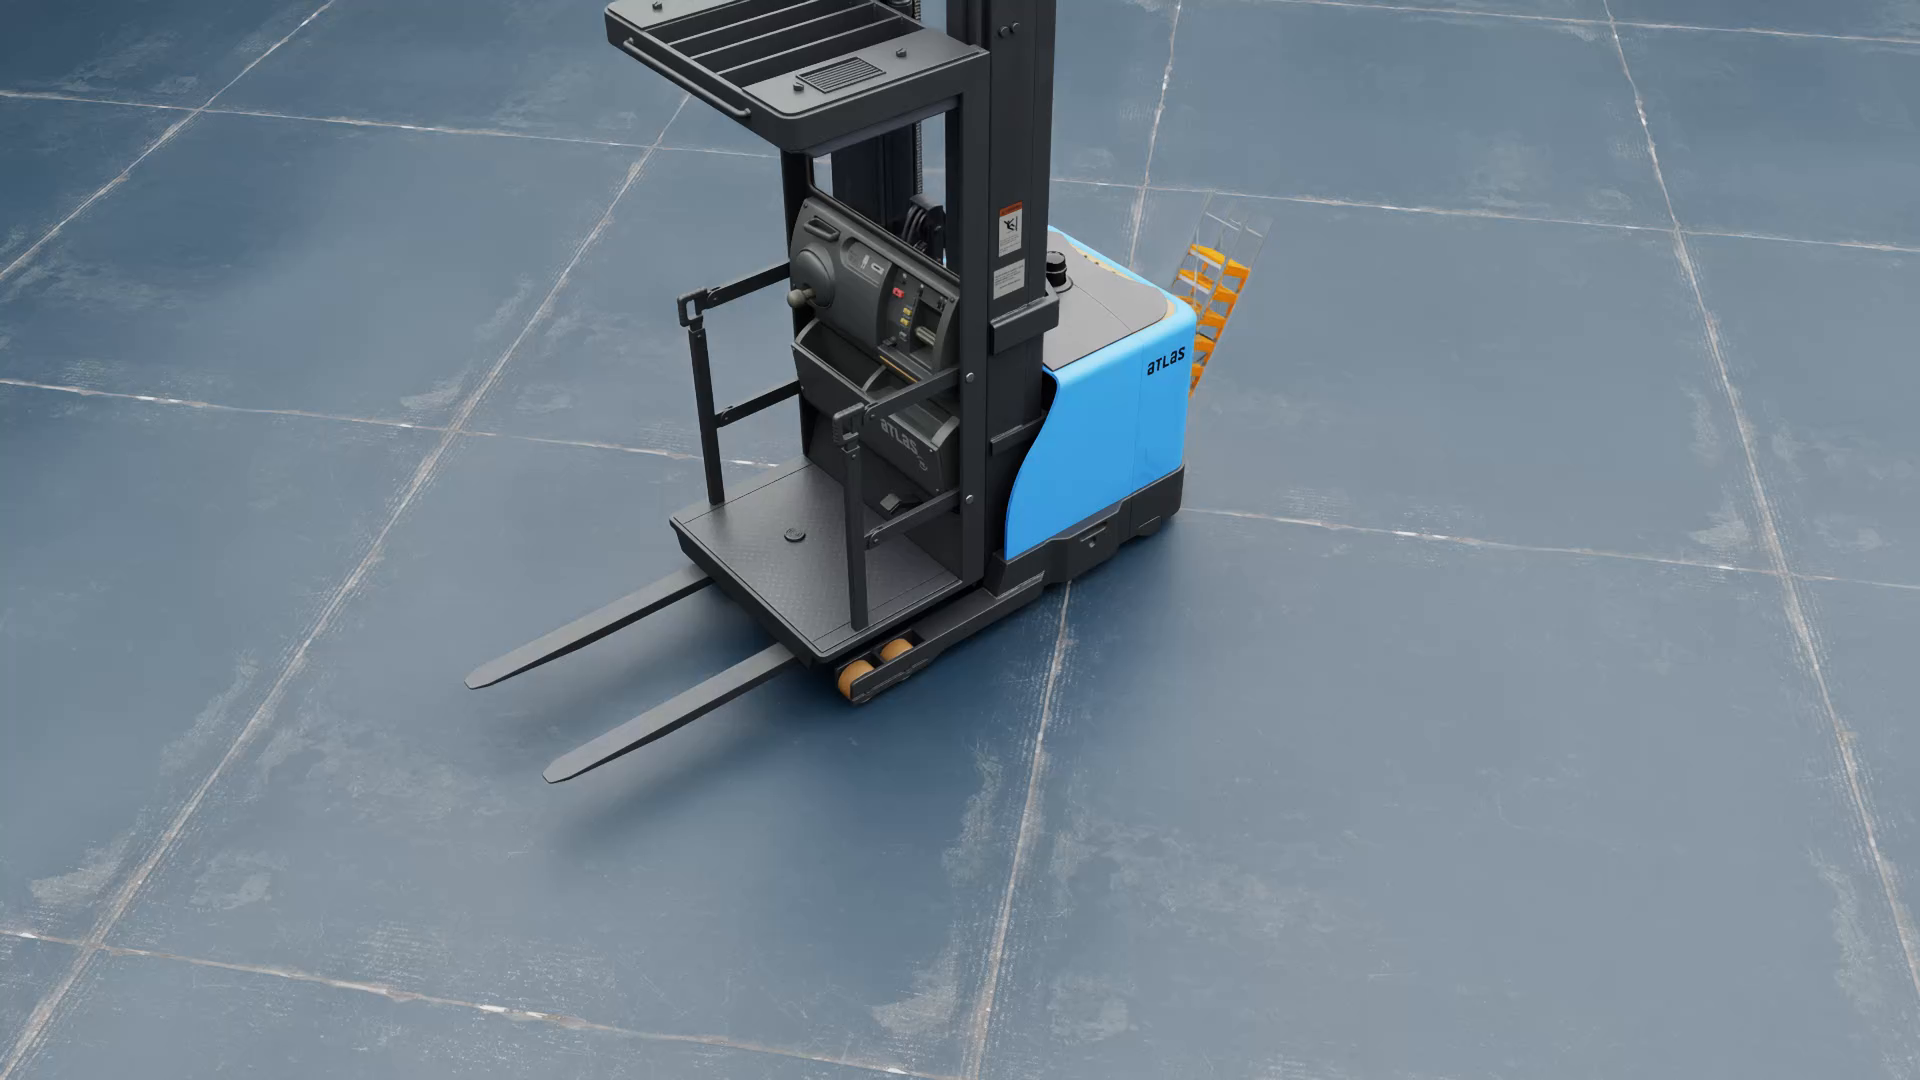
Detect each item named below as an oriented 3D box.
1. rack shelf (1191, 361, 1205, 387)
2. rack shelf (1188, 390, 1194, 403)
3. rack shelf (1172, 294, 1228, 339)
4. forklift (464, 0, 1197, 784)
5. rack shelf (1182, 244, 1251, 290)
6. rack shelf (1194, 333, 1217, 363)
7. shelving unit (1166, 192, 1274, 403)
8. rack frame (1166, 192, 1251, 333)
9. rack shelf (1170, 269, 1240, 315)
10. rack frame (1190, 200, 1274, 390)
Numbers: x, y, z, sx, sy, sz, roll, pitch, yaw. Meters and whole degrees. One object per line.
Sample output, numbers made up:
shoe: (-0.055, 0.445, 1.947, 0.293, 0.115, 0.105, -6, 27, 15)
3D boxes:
rack shelf: (0.953, -0.801, 7.544, 0.180, 0.103, 0.258, 2, 29, -47)
rack shelf: (0.908, -0.697, 7.584, 0.180, 0.103, 0.258, 2, 29, -47)
rack shelf: (1.042, -1.009, 7.465, 0.180, 0.103, 0.258, 2, 29, -47)
forklift: (-0.488, -0.875, 6.008, 3.031, 2.935, 1.130, -28, 47, -29)
rack shelf: (1.132, -1.217, 7.386, 0.180, 0.103, 0.258, 2, 29, -47)
rack shelf: (0.997, -0.905, 7.505, 0.180, 0.103, 0.258, 2, 29, -47)
shelving unit: (1.014, -0.944, 7.490, 0.189, 1.200, 0.258, 2, 29, -47)
rack frame: (0.951, -0.946, 7.424, 0.006, 1.200, 0.240, 2, 29, -47)
rack shelf: (1.087, -1.113, 7.426, 0.180, 0.103, 0.258, 2, 29, -47)
rack frame: (1.077, -0.942, 7.557, 0.006, 1.200, 0.240, 2, 29, -47)
